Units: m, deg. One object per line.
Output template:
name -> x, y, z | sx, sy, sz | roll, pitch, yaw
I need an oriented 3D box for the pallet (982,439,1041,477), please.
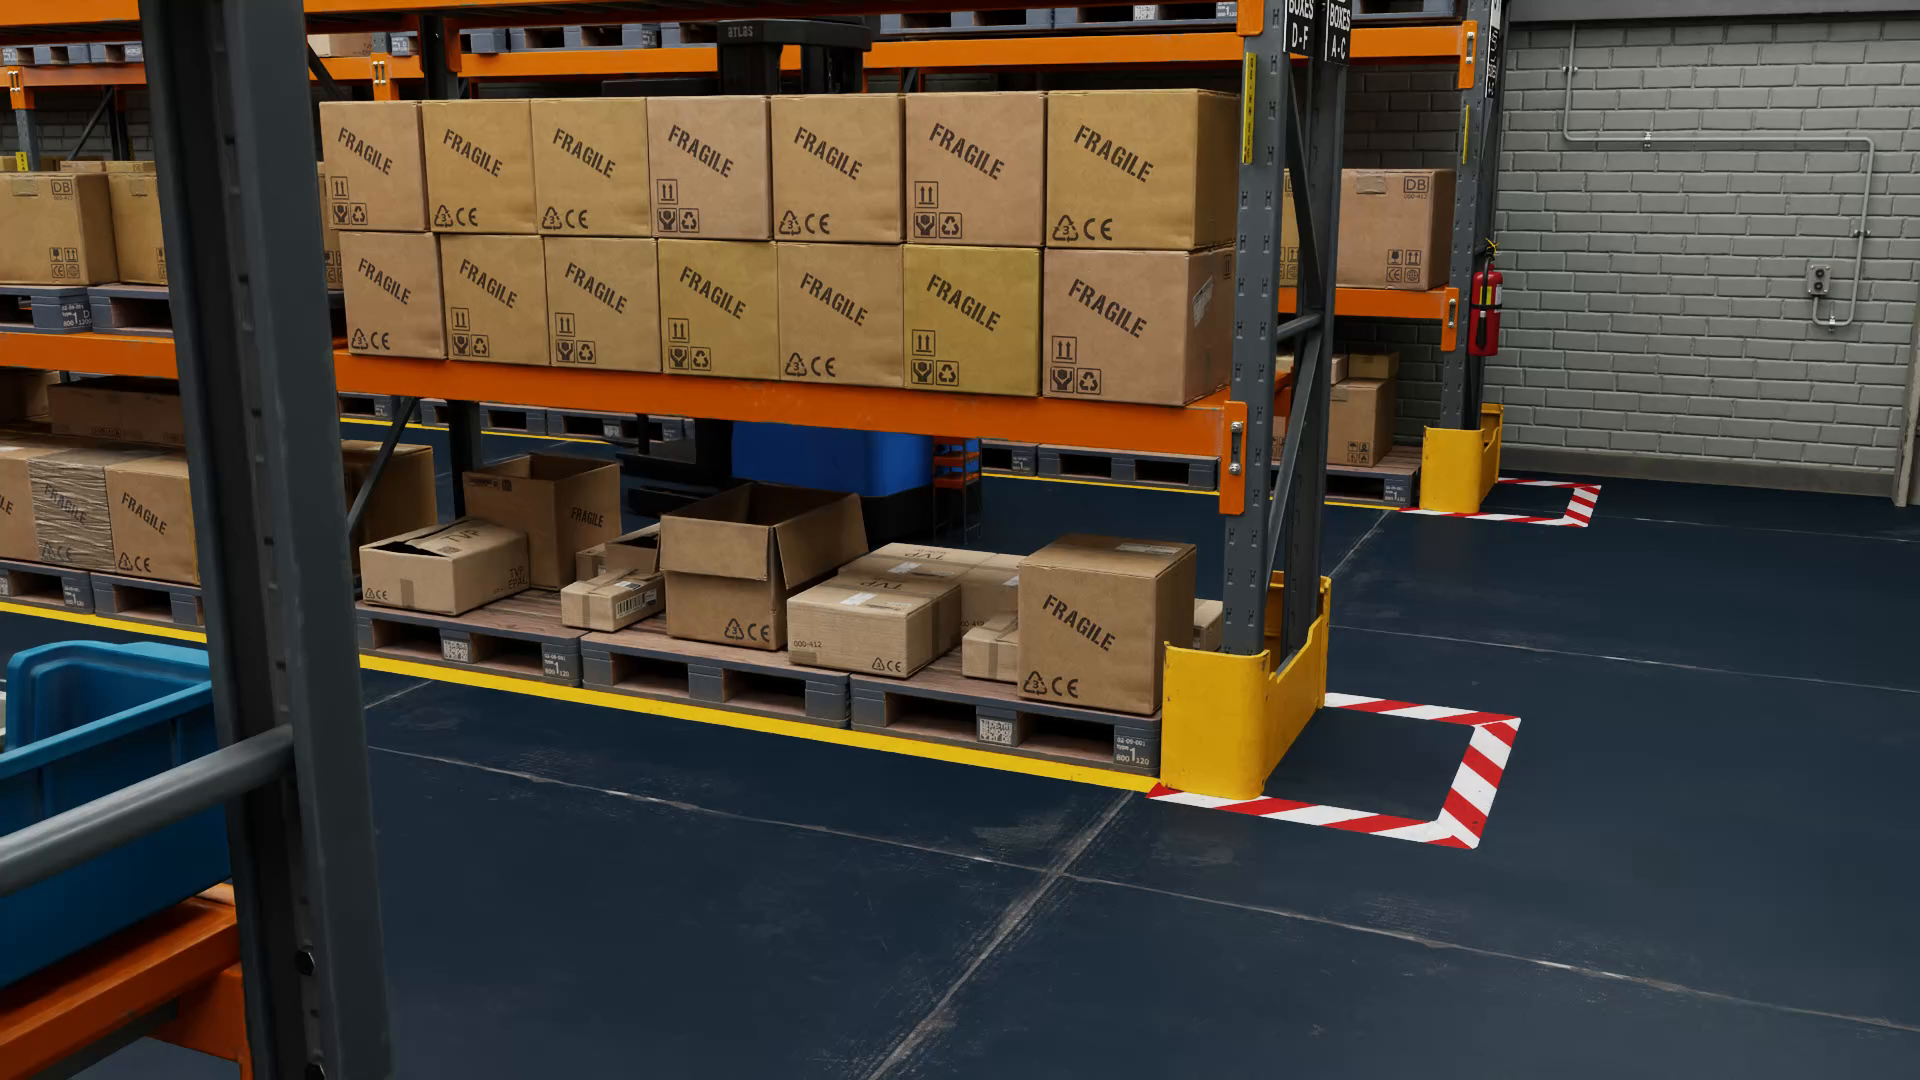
pallet -> 0.138, -0.678, 11.681 | 1.213, 0.211, 1.003 | 6, 14, 23

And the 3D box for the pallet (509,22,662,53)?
pallet -> -2.549, -3.709, 12.343 | 1.213, 0.211, 1.003 | 7, 15, 26

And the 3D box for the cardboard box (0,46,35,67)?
cardboard box -> -8.404, -4.376, 14.510 | 0.500, 0.500, 0.500 | 6, 15, 25

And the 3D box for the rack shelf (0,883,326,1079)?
rack shelf -> -2.710, 0.483, 2.206 | 4.000, 0.370, 1.077 | 6, 14, 23

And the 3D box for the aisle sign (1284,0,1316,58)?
aisle sign -> 1.067, -1.912, 5.147 | 0.004, 0.787, 0.394 | 6, 14, 23

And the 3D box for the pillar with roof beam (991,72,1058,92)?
pillar with roof beam -> -1.279, -4.259, 7.708 | 0.400, 9.000, 9.100 | 6, 14, 23

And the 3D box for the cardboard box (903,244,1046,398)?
cardboard box -> 0.133, -0.797, 5.868 | 0.500, 0.500, 0.500 | 6, 14, 24

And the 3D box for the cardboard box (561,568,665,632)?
cardboard box -> -1.438, 0.240, 6.904 | 0.250, 0.166, 0.380 | 6, 14, 23

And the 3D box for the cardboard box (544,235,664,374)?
cardboard box -> -1.247, -0.938, 6.467 | 0.500, 0.500, 0.500 | 6, 14, 23

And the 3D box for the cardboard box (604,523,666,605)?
cardboard box -> -1.207, 0.071, 7.310 | 0.500, 0.311, 0.500 | 6, 14, 23

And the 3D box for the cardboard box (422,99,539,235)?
cardboard box -> -1.740, -1.472, 6.556 | 0.500, 0.500, 0.500 | 5, 14, 21

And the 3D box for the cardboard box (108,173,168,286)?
cardboard box -> -3.526, -1.481, 7.862 | 0.500, 0.500, 0.700 | 8, 16, 32

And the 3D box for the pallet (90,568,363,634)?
pallet -> -3.288, 0.203, 7.926 | 1.213, 0.211, 1.003 | 6, 14, 23

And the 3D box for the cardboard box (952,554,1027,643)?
cardboard box -> 0.289, 0.252, 6.671 | 0.500, 0.250, 0.500 | 6, 14, 23

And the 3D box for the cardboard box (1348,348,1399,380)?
cardboard box -> 2.646, -1.129, 10.633 | 0.250, 0.149, 0.380 | 6, 14, 24

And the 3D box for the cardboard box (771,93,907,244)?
cardboard box -> -0.328, -1.330, 5.947 | 0.500, 0.500, 0.500 | 6, 15, 25

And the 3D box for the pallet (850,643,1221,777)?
pallet -> 0.330, 0.560, 6.405 | 1.213, 0.211, 1.003 | 6, 14, 23

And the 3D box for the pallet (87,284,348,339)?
pallet -> -3.215, -1.090, 7.755 | 1.213, 0.211, 1.003 | 6, 14, 23

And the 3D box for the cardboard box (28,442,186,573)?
cardboard box -> -4.003, -0.164, 7.896 | 0.500, 0.500, 0.500 | 6, 14, 24

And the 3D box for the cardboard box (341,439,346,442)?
cardboard box -> -3.364, -0.227, 8.164 | 0.500, 0.500, 0.500 | 6, 14, 24

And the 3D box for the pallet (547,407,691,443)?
pallet -> -2.381, -0.933, 12.767 | 1.213, 0.211, 1.003 | 6, 14, 23

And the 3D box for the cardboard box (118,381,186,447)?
cardboard box -> -3.787, -0.637, 8.272 | 0.500, 0.250, 0.500 | 6, 14, 23

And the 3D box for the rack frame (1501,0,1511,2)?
rack frame -> 3.132, -4.672, 9.469 | 0.127, 3.000, 1.000 | 6, 14, 23

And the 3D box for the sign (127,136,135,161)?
sign -> -7.619, -3.542, 15.249 | 0.005, 0.325, 0.100 | 6, 14, 23

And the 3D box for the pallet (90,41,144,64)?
pallet -> -6.369, -4.056, 13.820 | 1.003, 0.211, 1.213 | 6, 14, 23

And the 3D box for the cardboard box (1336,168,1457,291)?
cardboard box -> 2.661, -1.943, 10.312 | 0.700, 0.700, 0.980 | 7, 15, 26

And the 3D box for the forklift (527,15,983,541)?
forklift -> -1.365, -1.641, 9.832 | 3.031, 2.935, 1.130 | 9, 16, 34

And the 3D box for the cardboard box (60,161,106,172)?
cardboard box -> -7.389, -3.071, 14.593 | 0.500, 0.500, 0.700 | 6, 14, 23

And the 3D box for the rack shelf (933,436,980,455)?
rack shelf -> -0.013, -0.542, 9.134 | 0.180, 0.103, 0.258 | 6, 14, 23

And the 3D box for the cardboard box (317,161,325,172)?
cardboard box -> -5.139, -2.842, 13.620 | 0.500, 0.500, 0.700 | 4, 14, 18

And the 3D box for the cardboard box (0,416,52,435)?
cardboard box -> -4.763, -0.369, 8.769 | 0.500, 0.500, 0.500 | 5, 14, 21

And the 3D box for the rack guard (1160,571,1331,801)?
rack guard -> 1.059, 0.493, 6.059 | 0.348, 0.500, 1.175 | 6, 14, 23

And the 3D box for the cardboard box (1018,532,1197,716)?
cardboard box -> 0.532, 0.287, 5.974 | 0.500, 0.500, 0.500 | 6, 14, 23

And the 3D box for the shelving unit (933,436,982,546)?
shelving unit -> -0.013, -0.585, 9.123 | 0.189, 1.200, 0.258 | 6, 14, 23

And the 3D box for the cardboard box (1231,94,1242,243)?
cardboard box -> 0.830, -1.348, 6.027 | 0.500, 0.500, 0.500 | 6, 15, 25

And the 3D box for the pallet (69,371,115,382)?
pallet -> -7.128, -1.433, 14.899 | 1.213, 0.211, 1.003 | 6, 14, 23

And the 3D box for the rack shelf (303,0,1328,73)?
rack shelf -> -0.700, -2.012, 6.271 | 4.000, 0.370, 1.077 | 6, 14, 23

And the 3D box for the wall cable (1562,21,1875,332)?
wall cable -> 4.685, -2.325, 10.375 | 1.851, 1.984, 0.084 | 6, 14, 23

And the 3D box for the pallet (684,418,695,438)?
pallet -> -1.262, -0.820, 12.287 | 1.213, 0.211, 1.003 | 6, 14, 23

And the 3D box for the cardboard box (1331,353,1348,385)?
cardboard box -> 2.260, -1.073, 10.393 | 0.250, 0.149, 0.380 | 6, 14, 23

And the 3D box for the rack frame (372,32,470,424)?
rack frame -> -4.183, -2.492, 13.309 | 0.127, 3.000, 1.000 | 6, 14, 23

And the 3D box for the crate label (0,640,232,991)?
crate label -> -0.974, 0.278, 1.738 | 0.303, 0.233, 0.416 | 6, 14, 23

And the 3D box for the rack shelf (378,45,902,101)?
rack shelf -> -2.354, -3.417, 12.260 | 4.000, 0.370, 1.077 | 6, 14, 23
